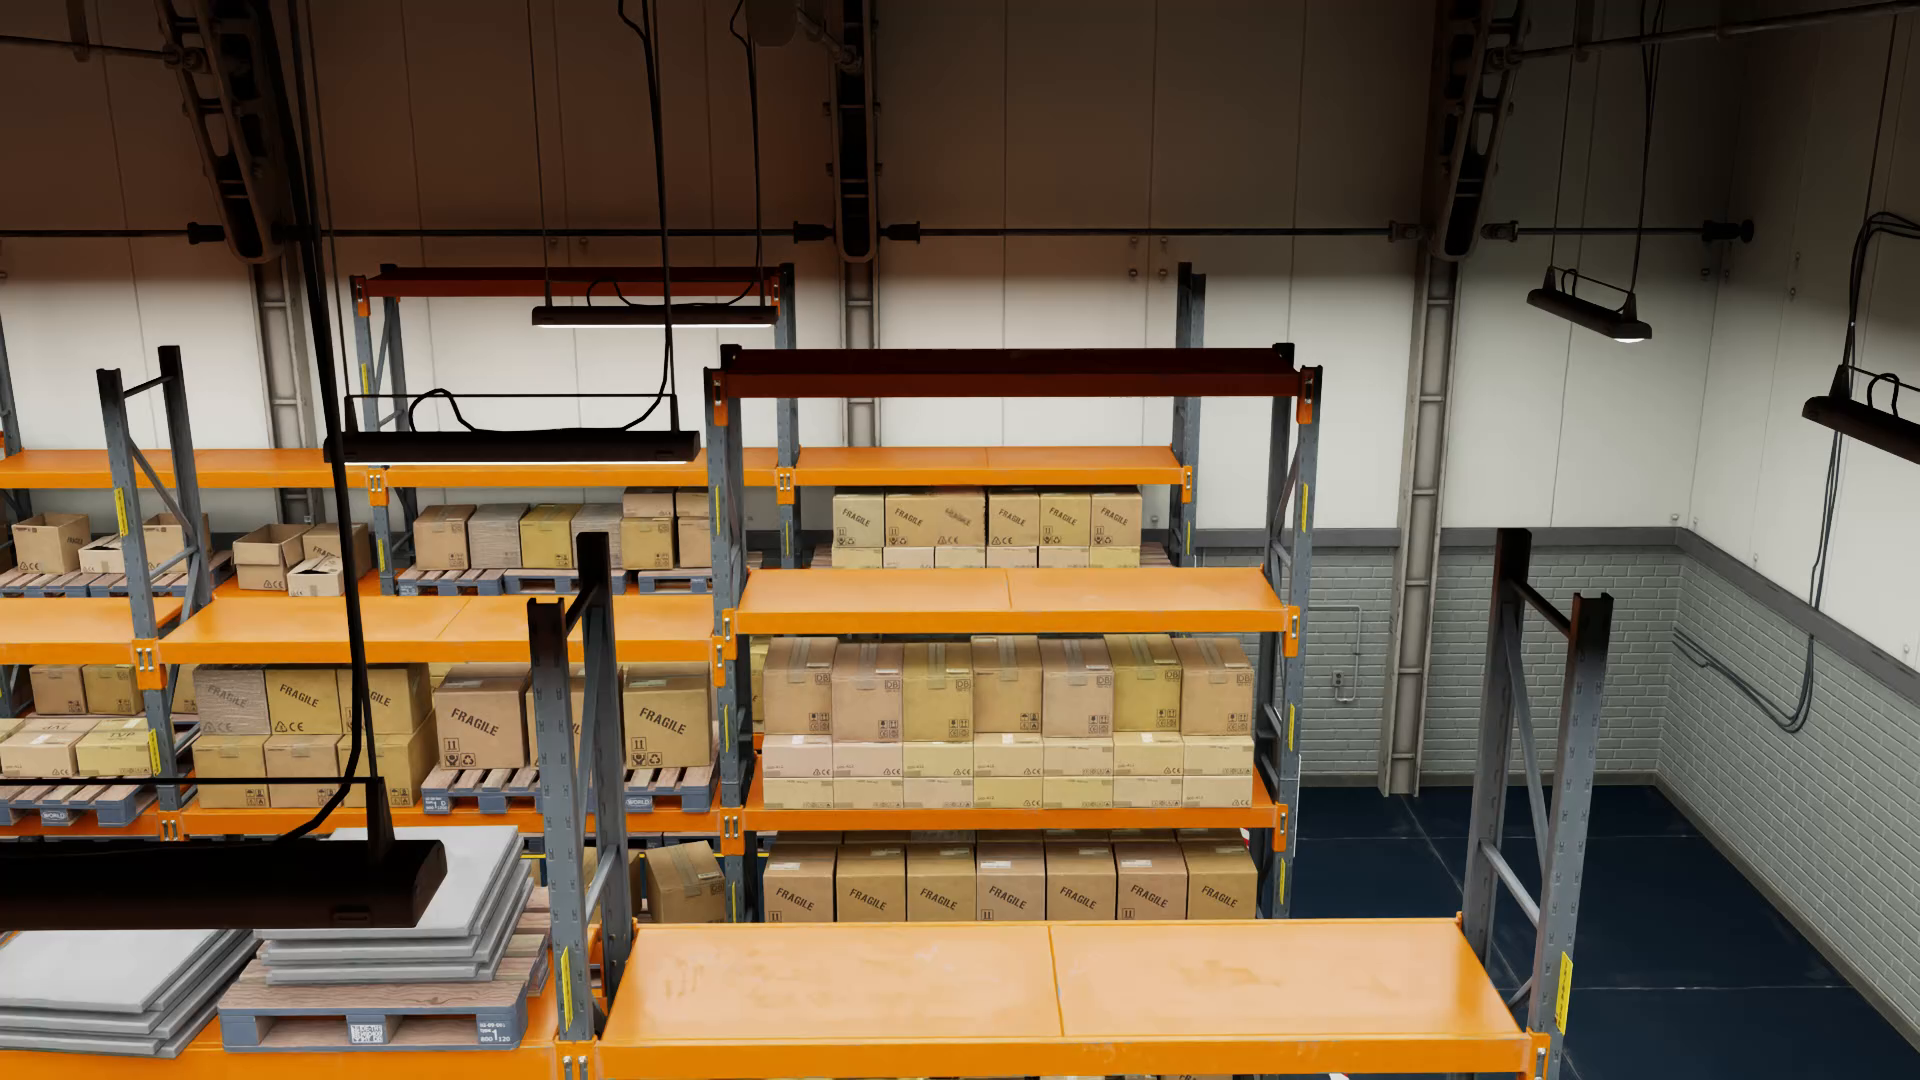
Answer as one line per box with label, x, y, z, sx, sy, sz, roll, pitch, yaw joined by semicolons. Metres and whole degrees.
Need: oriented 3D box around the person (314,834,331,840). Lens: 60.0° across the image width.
person;-5.873;2.855;15.750;0.786;1.741;0.558;2;16;7
